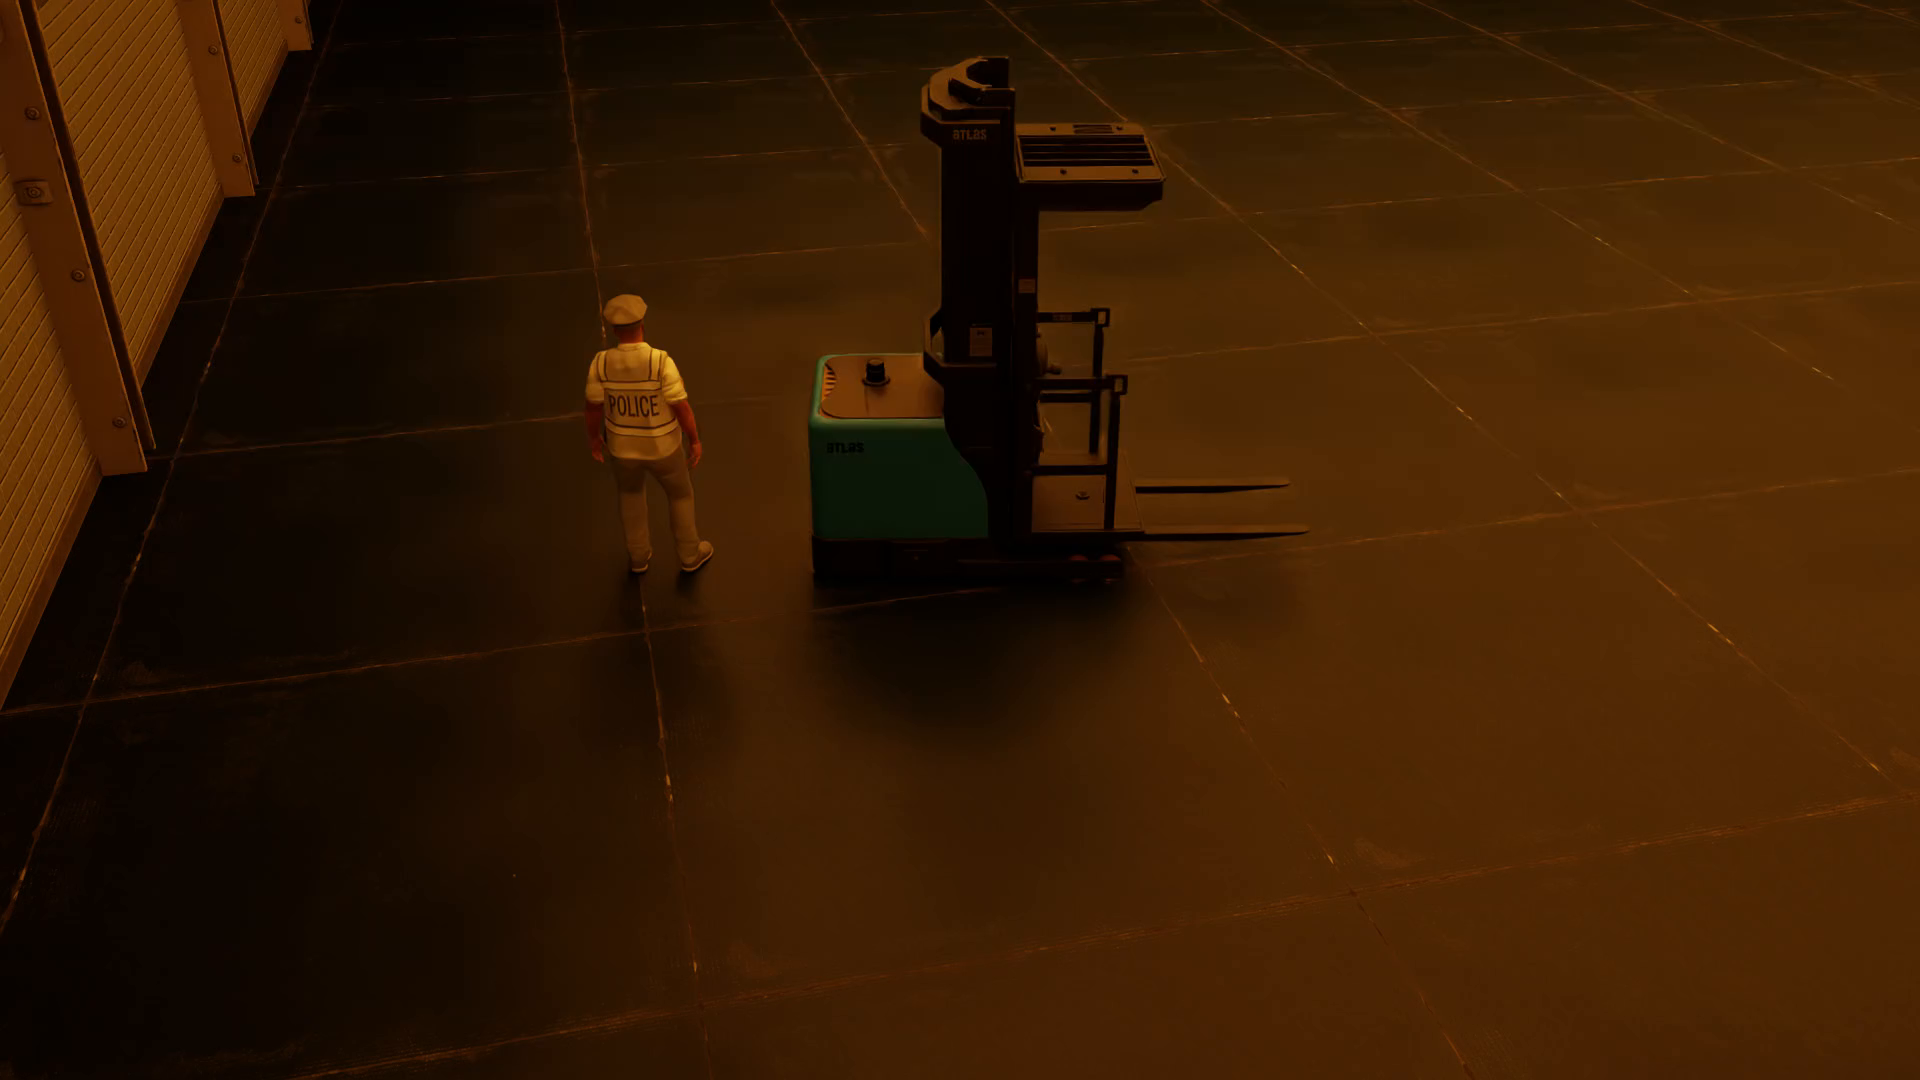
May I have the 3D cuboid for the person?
[{"bbox_3d":[-1.841,-0.602,9.771,0.664,1.771,0.496,2,30,3],"label":"person"}]

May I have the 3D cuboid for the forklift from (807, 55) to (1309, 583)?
[{"bbox_3d":[0.610,-1.277,9.781,3.031,2.935,1.130,-1,30,-1],"label":"forklift"}]
